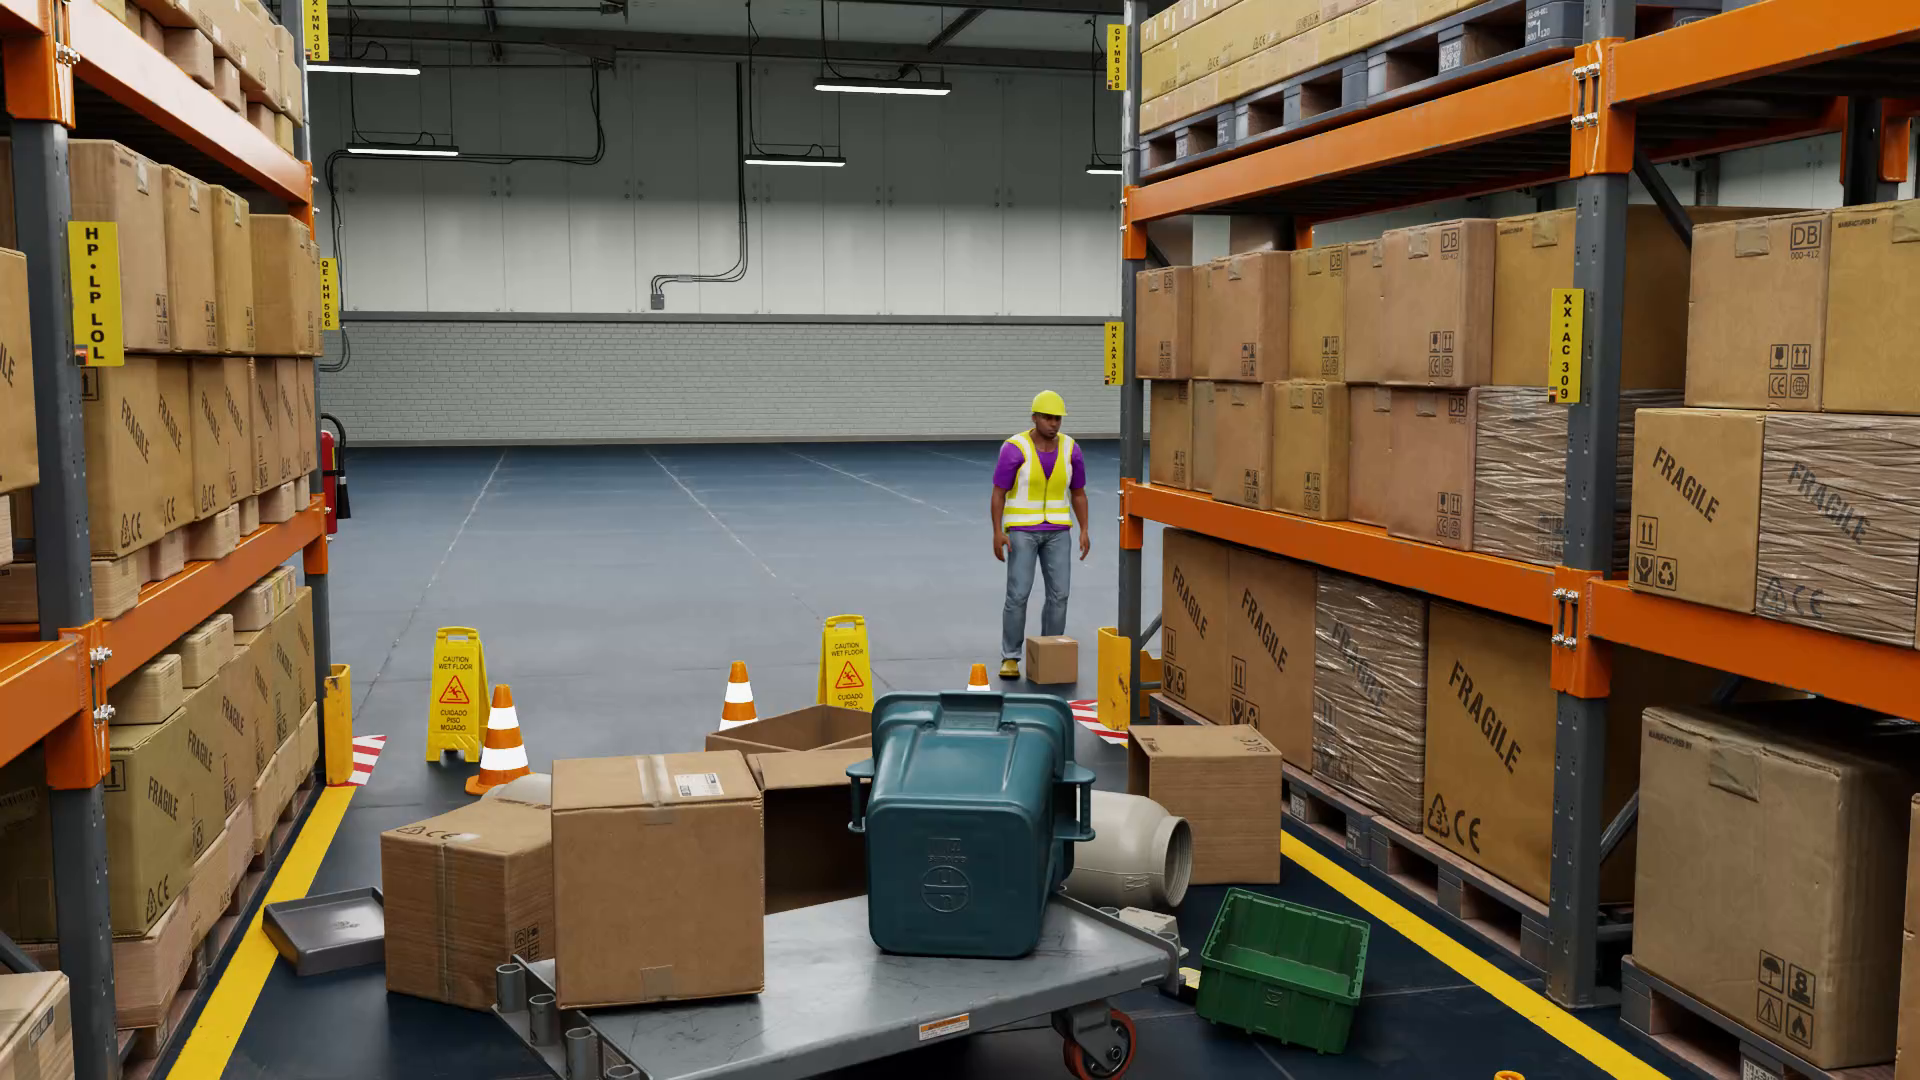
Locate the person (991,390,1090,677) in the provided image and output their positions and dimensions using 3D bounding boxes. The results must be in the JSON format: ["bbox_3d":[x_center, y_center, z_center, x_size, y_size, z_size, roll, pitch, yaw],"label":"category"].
[{"bbox_3d":[0.500,-0.043,10.271,0.638,1.761,0.458,-2,6,-16],"label":"person"}]
